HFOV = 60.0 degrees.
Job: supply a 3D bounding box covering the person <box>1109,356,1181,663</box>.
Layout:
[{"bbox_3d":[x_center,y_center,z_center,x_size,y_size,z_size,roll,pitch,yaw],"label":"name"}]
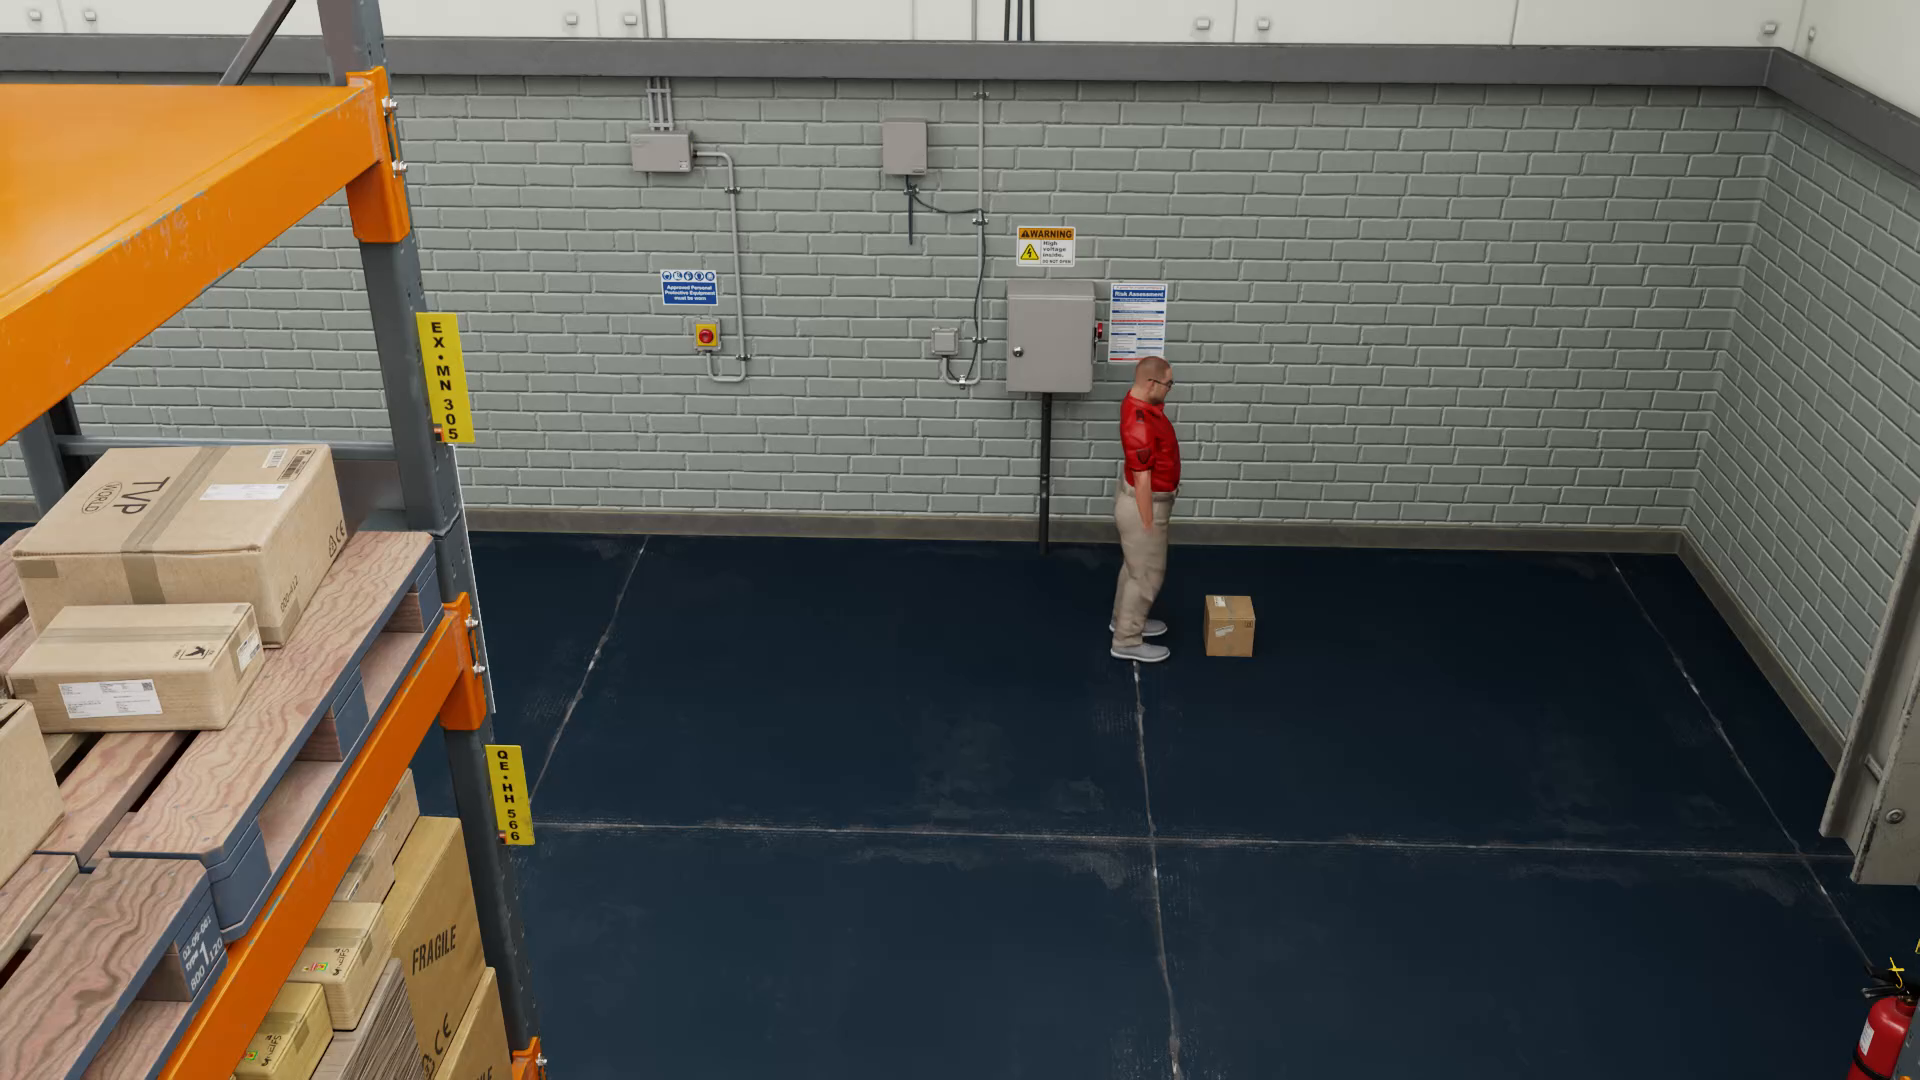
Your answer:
[{"bbox_3d":[1.010,-0.185,9.003,0.358,1.721,0.530,2,28,3],"label":"person"}]
